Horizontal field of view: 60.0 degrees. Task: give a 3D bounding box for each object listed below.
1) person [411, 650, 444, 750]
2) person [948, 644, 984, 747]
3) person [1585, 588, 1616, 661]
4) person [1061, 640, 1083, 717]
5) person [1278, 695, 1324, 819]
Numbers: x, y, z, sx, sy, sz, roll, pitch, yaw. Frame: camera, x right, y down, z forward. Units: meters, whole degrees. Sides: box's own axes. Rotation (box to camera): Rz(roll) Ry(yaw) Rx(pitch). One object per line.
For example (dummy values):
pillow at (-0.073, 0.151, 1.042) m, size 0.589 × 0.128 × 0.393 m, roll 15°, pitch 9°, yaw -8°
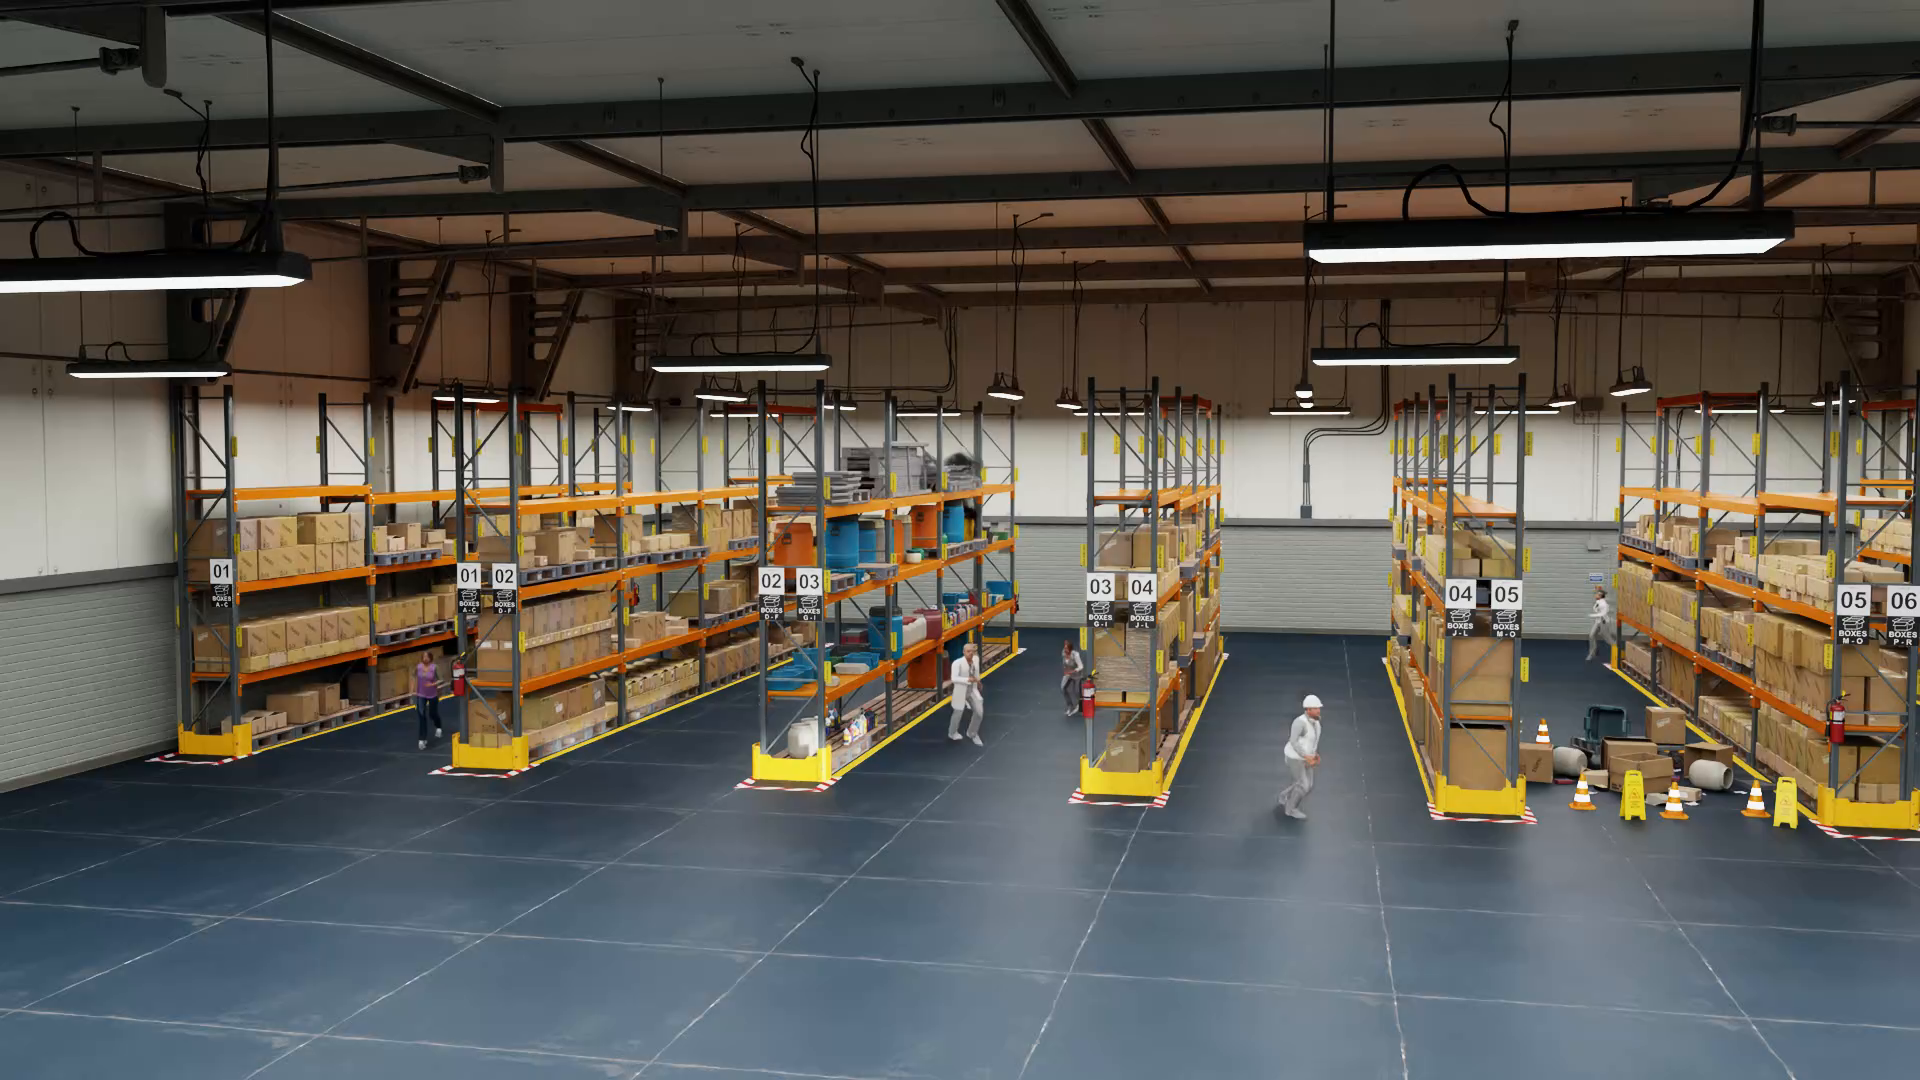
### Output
person at (-8.923, 2.639, 27.889) m, size 0.563 × 1.611 × 0.891 m, roll 0°, pitch 3°, yaw -5°
person at (0.102, 2.585, 27.867) m, size 0.705 × 1.738 × 1.058 m, roll -1°, pitch 4°, yaw -25°
person at (15.015, 1.984, 38.778) m, size 0.805 × 1.724 × 0.608 m, roll 0°, pitch 3°, yaw 6°
person at (2.126, 2.542, 30.921) m, size 0.551 × 1.423 × 0.999 m, roll 2°, pitch 4°, yaw 29°
person at (4.546, 2.909, 22.355) m, size 0.793 × 1.703 × 0.621 m, roll 3°, pitch 4°, yaw 43°
